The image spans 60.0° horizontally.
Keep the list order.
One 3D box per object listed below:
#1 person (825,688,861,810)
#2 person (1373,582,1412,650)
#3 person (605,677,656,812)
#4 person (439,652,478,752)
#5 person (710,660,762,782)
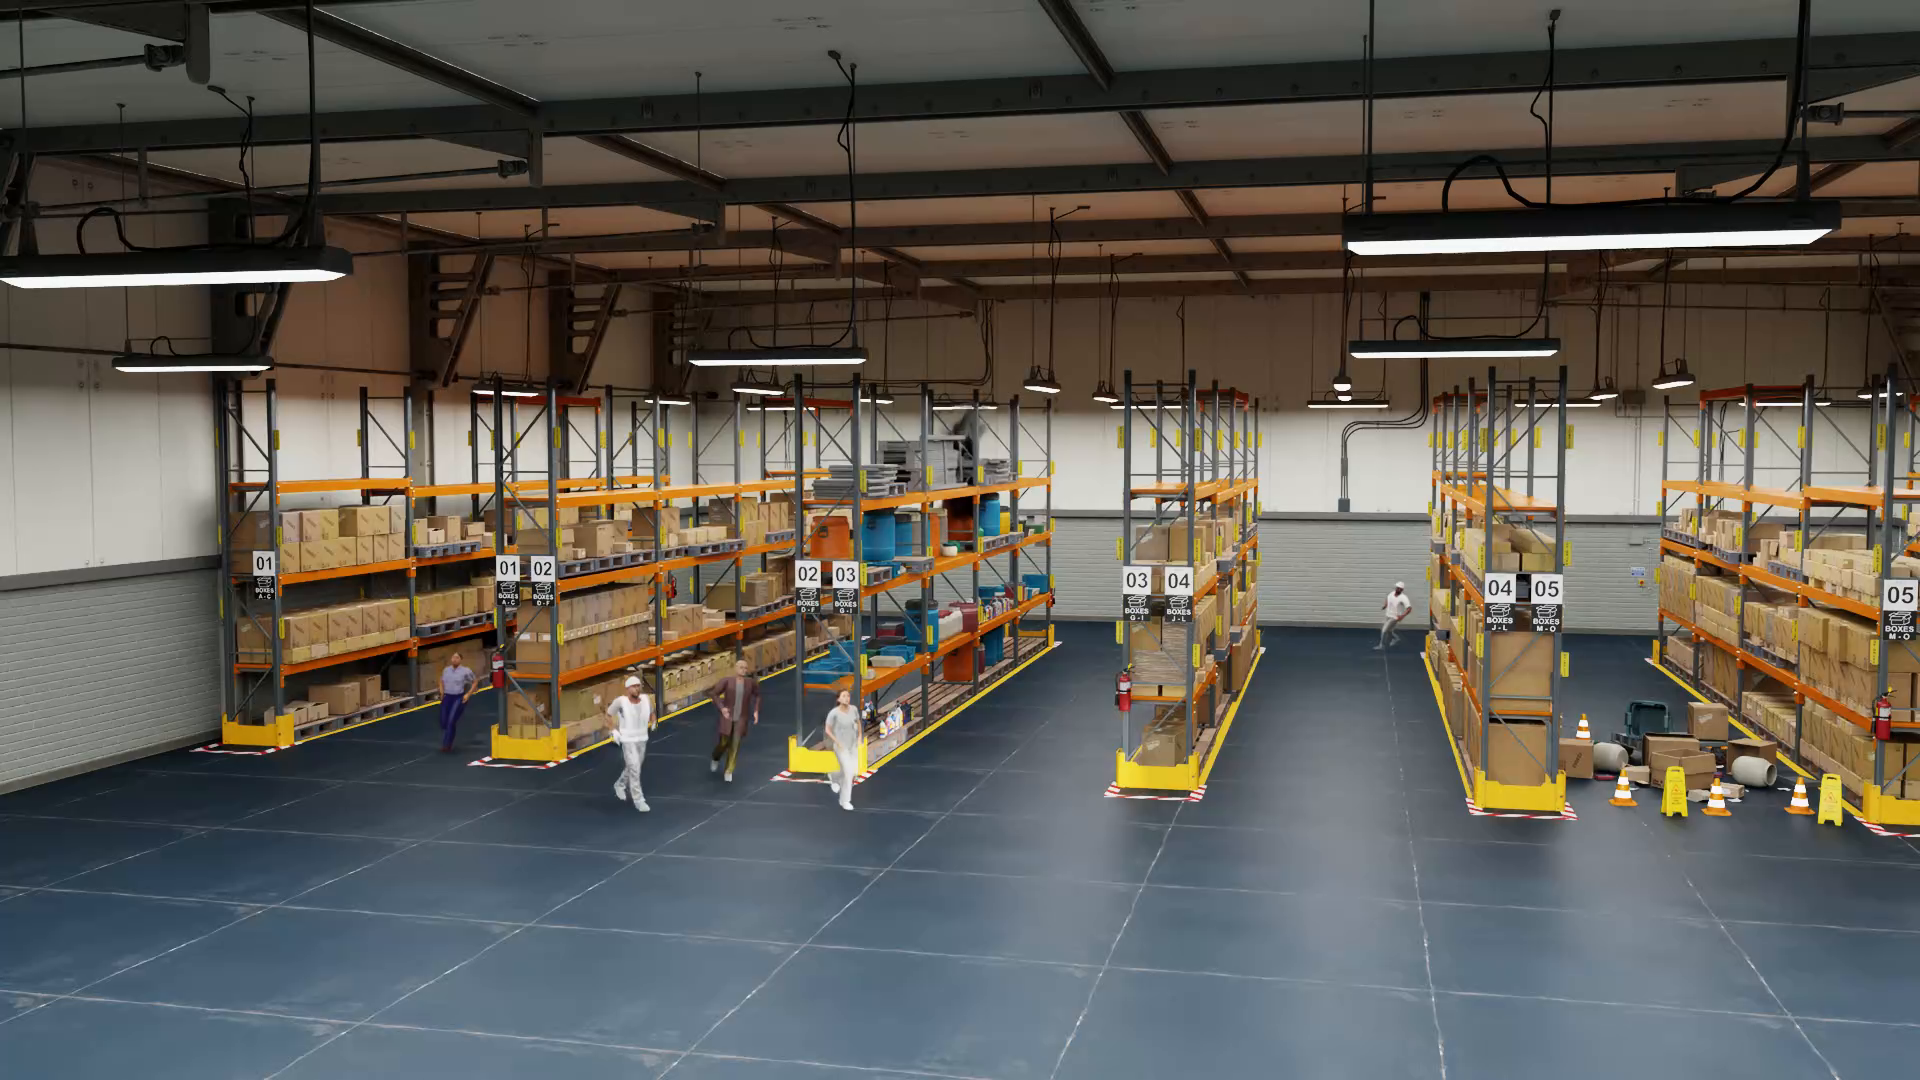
[{"bbox_3d":[-1.624,2.829,22.760,0.573,1.655,0.637,-2,4,-34],"label":"person"},{"bbox_3d":[10.359,1.806,39.431,0.753,1.662,0.839,-2,4,-32],"label":"person"},{"bbox_3d":[-4.430,2.723,22.558,0.673,1.776,0.956,-3,5,-45],"label":"person"},{"bbox_3d":[-8.146,2.606,26.913,0.644,1.581,0.705,0,3,4],"label":"person"},{"bbox_3d":[-3.300,2.648,24.680,0.770,1.740,0.862,-1,4,-18],"label":"person"}]
